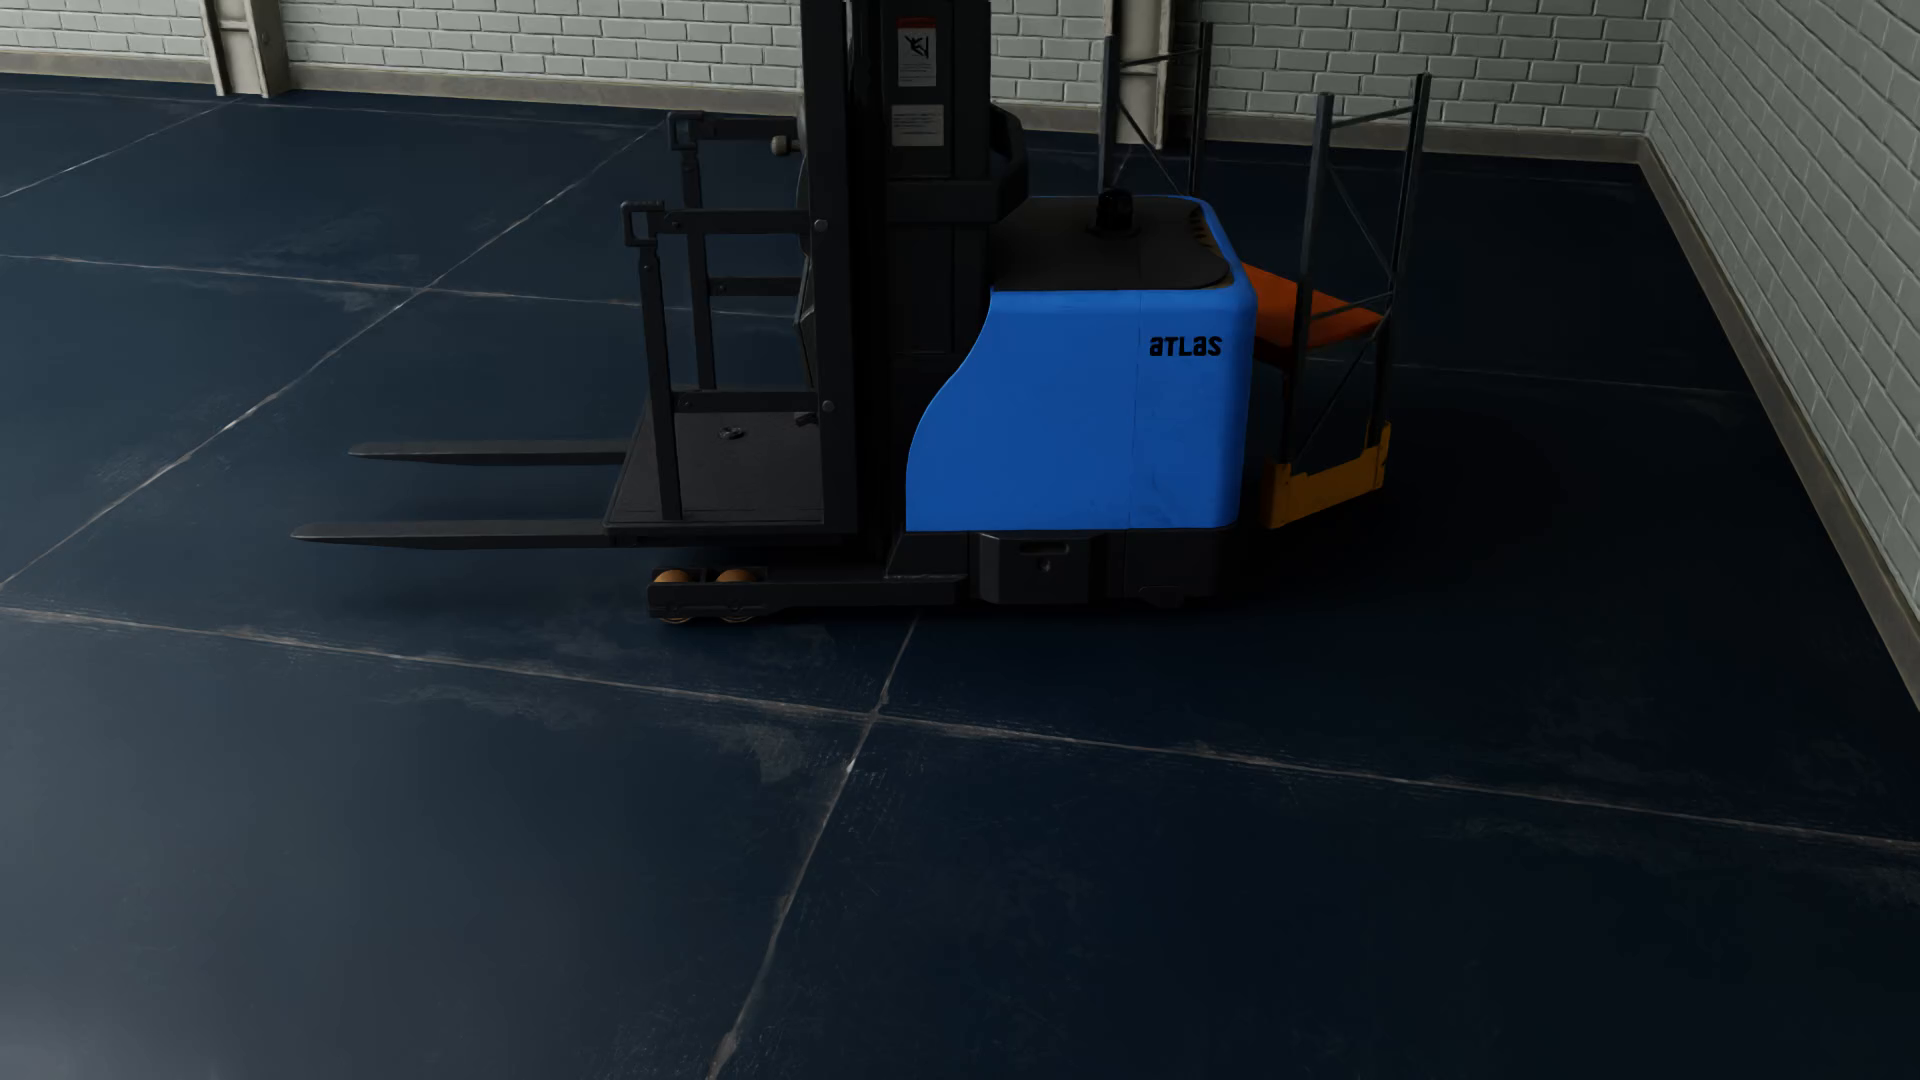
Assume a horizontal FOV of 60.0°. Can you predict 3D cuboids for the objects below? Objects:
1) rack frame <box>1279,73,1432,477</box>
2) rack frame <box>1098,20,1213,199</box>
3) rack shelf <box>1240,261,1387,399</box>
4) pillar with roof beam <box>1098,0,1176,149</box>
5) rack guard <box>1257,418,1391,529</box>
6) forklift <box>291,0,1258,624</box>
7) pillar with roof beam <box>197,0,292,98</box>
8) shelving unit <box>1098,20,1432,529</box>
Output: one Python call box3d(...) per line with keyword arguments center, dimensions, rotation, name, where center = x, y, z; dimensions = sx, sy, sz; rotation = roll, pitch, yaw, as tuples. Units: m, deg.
box3d(center=(1.315, -0.783, 5.617), dimensions=(0.500, 1.500, 0.032), rotation=(-19, 34, -31), name="rack frame")
box3d(center=(0.717, -1.178, 6.338), dimensions=(0.500, 1.500, 0.032), rotation=(-19, 34, -31), name="rack frame")
box3d(center=(1.016, -0.823, 6.064), dimensions=(0.538, 0.185, 1.000), rotation=(-19, 34, -31), name="rack shelf")
box3d(center=(0.168, -4.383, 4.384), dimensions=(0.400, 9.000, 9.100), rotation=(6, 29, 11), name="pillar with roof beam")
box3d(center=(1.302, -0.242, 5.930), dimensions=(0.587, 0.250, 0.087), rotation=(-19, 34, -31), name="rack guard")
box3d(center=(-0.632, -1.279, 5.033), dimensions=(3.031, 2.935, 1.130), rotation=(-1, 29, -1), name="forklift")
box3d(center=(-5.700, -4.984, 5.483), dimensions=(0.400, 9.000, 9.100), rotation=(6, 29, 11), name="pillar with roof beam")
box3d(center=(1.011, -0.984, 5.984), dimensions=(0.587, 1.500, 1.083), rotation=(-19, 34, -31), name="shelving unit")
